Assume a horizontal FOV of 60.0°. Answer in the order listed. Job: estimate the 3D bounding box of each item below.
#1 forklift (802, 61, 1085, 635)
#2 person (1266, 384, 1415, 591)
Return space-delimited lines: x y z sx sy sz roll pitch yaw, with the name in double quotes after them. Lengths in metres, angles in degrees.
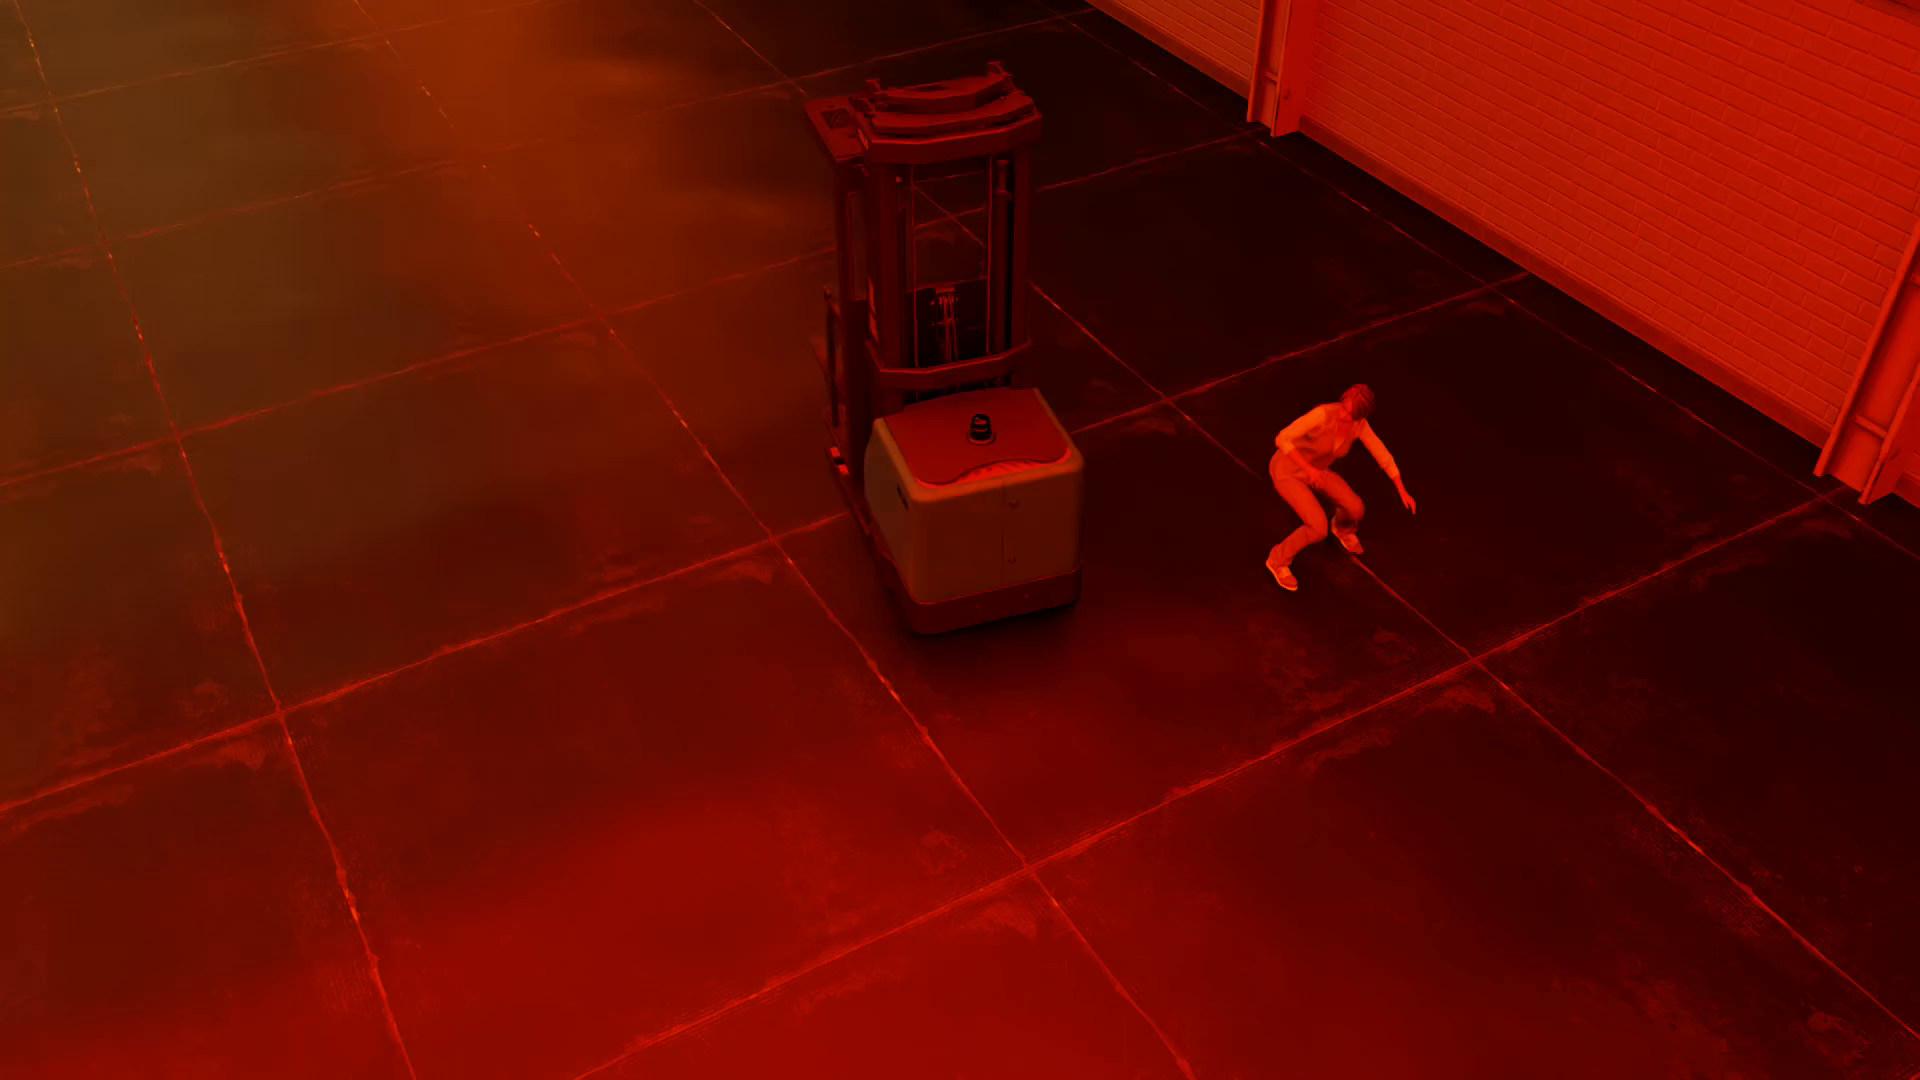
-0.245 -1.530 9.881 1.130 2.935 3.031 -12 41 -14 "forklift"
2.188 -0.321 9.697 0.736 1.370 0.765 -22 45 -25 "person"
